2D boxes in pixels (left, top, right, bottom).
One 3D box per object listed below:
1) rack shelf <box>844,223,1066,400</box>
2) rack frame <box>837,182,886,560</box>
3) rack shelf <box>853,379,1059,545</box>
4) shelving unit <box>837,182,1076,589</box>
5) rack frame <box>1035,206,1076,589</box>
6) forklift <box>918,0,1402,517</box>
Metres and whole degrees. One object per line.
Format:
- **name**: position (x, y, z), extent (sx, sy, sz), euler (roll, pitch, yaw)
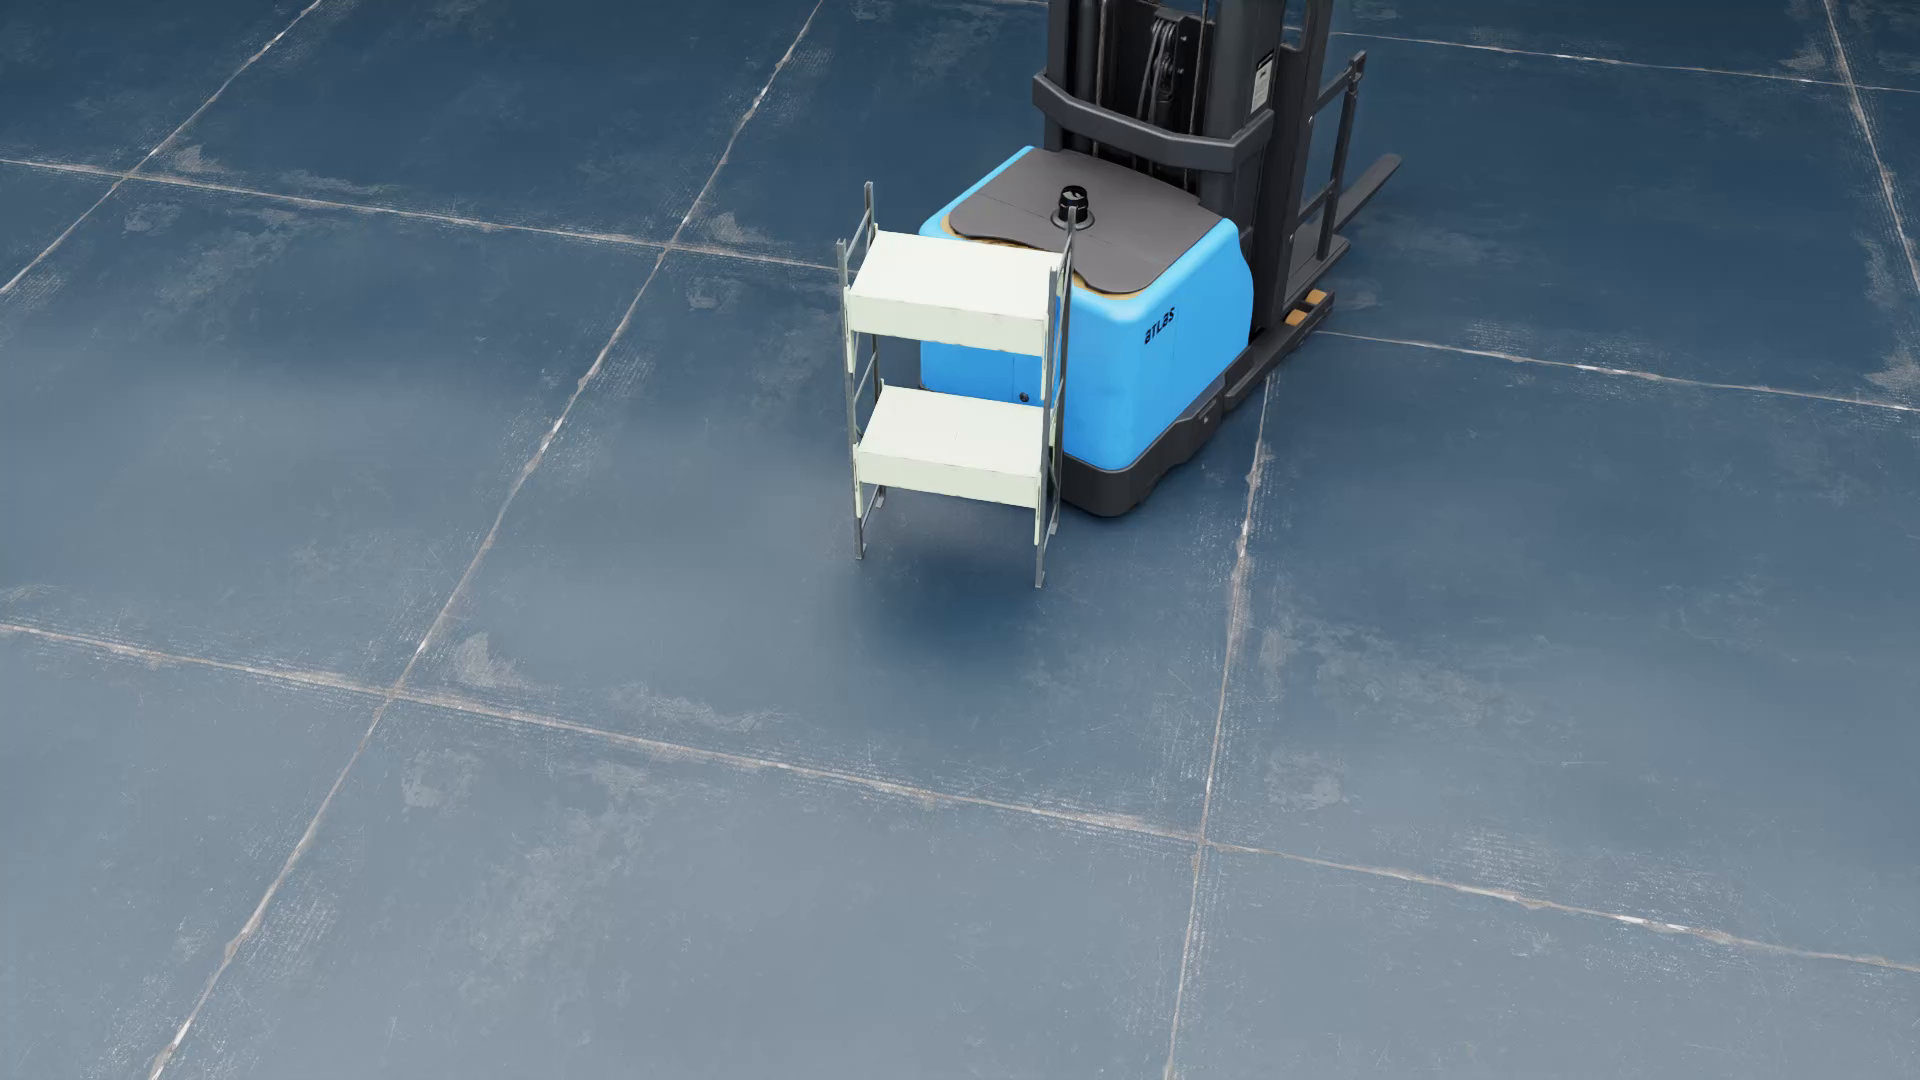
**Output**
- **rack shelf**: position (-0.007, -0.823, 5.960), extent (0.720, 0.370, 0.431), euler (9, 45, 9)
- **rack frame**: position (-0.364, -0.597, 6.289), extent (0.023, 1.500, 0.400), euler (9, 45, 9)
- **rack shelf**: position (-0.007, -0.306, 6.457), extent (0.720, 0.370, 0.431), euler (9, 45, 9)
- **shelving unit**: position (-0.007, -0.541, 6.231), extent (0.755, 1.500, 0.431), euler (9, 45, 9)
- **rack frame**: position (0.351, -0.486, 6.173), extent (0.023, 1.500, 0.400), euler (9, 45, 9)
- **forklift**: position (1.092, -2.132, 6.851), extent (1.130, 2.935, 3.031), euler (27, 50, 25)
